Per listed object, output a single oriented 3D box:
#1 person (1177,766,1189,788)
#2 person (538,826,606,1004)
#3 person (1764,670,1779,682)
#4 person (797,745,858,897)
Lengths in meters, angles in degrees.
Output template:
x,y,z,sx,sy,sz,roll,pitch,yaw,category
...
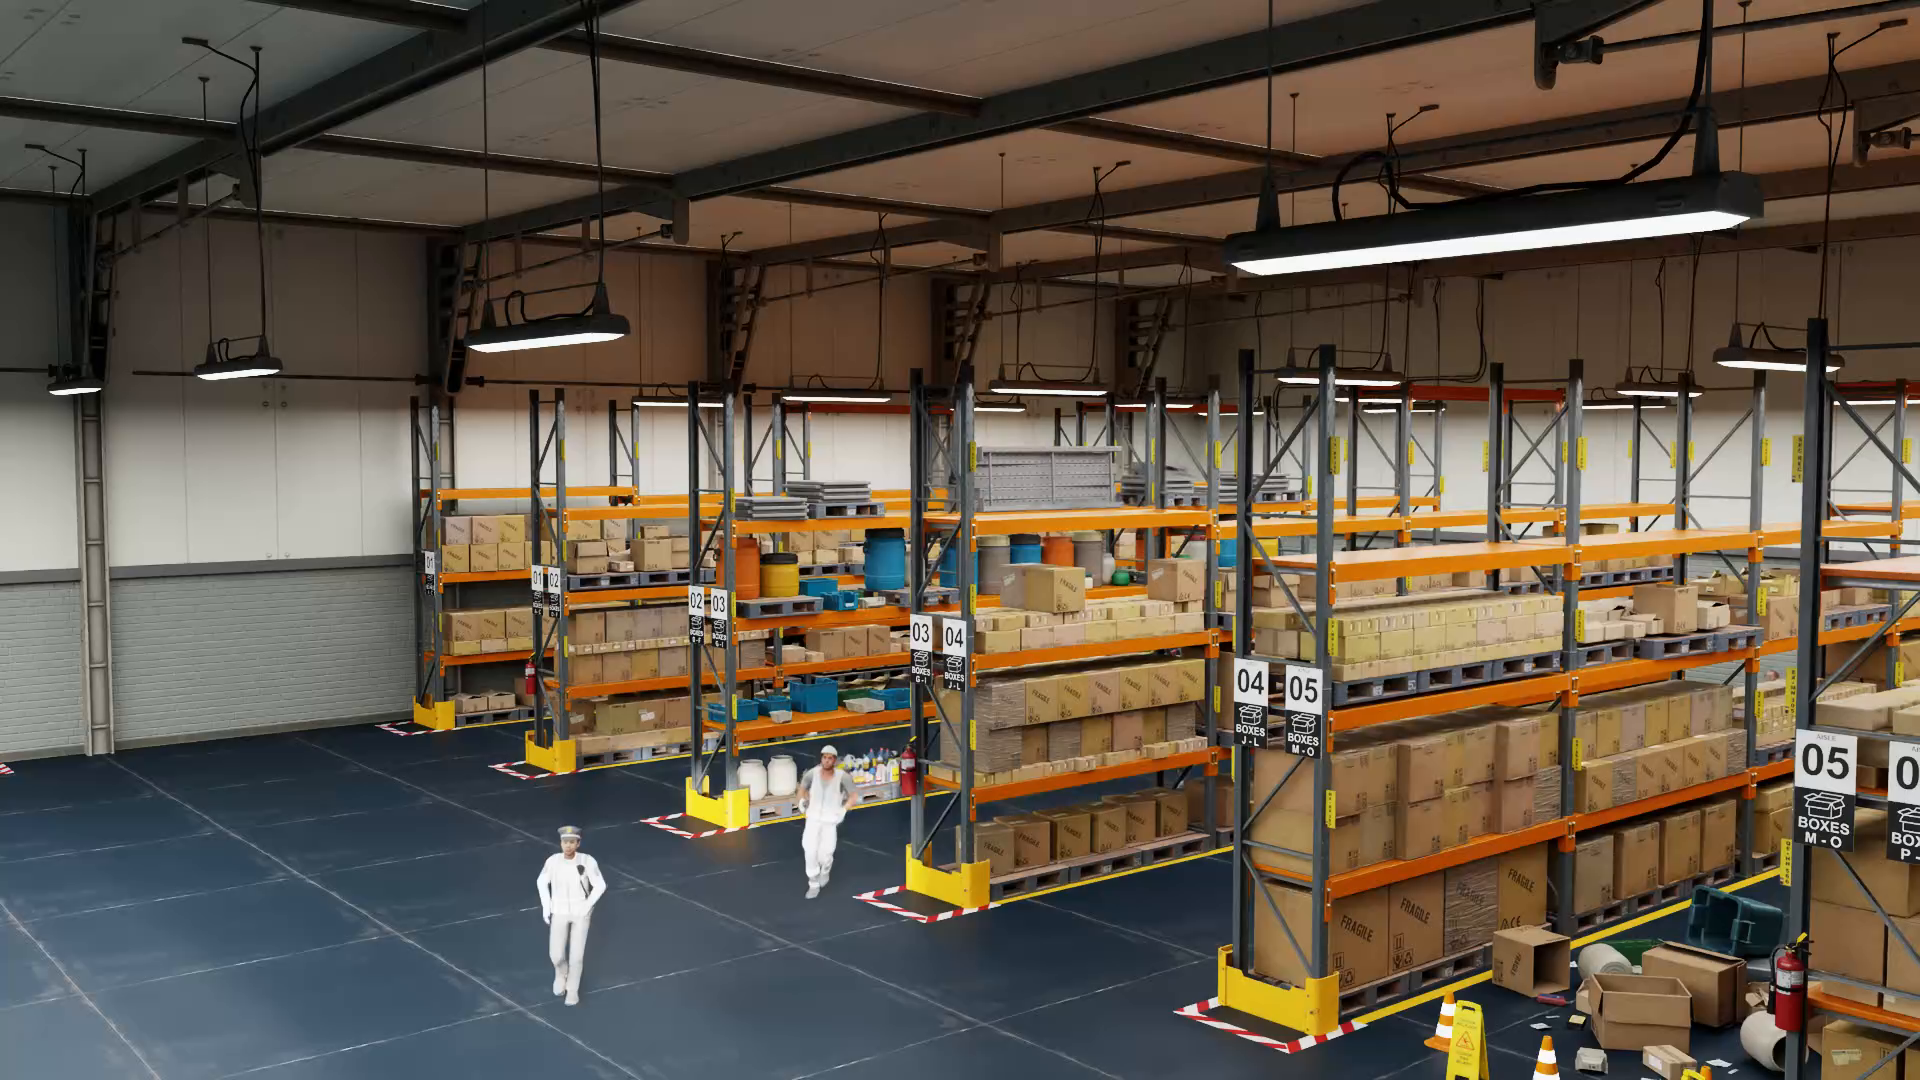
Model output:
x,y,z,sx,sy,sz,roll,pitch,yaw,category
3.268,2.925,24.801,0.530,1.558,0.537,3,4,39,person
-3.565,3.438,15.245,0.628,1.657,0.534,0,3,-8,person
12.268,2.836,25.013,0.943,1.781,0.672,-2,4,-34,person
-1.527,3.188,18.886,0.682,1.726,0.632,1,3,11,person
